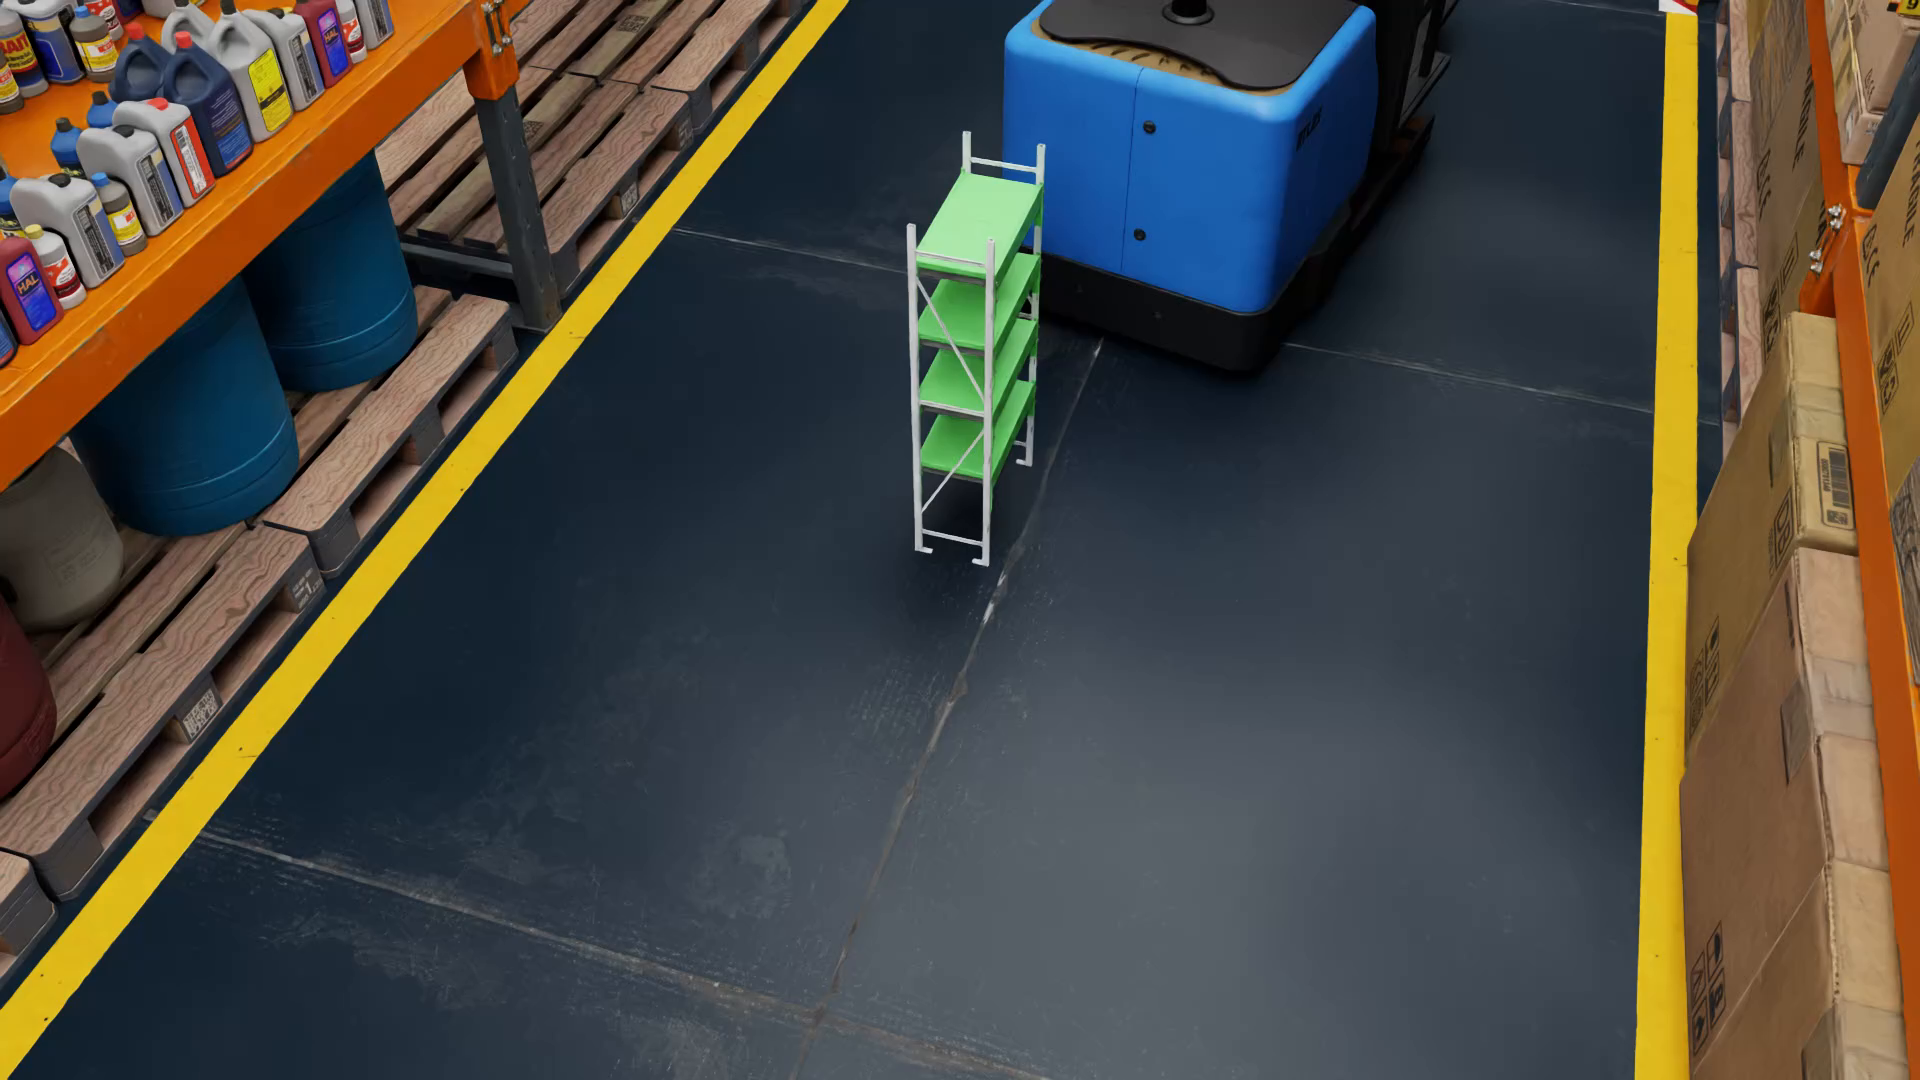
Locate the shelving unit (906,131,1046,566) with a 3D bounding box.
[{"bbox_3d":[0.050,-0.539,4.943,0.258,1.200,0.503,13,46,12],"label":"shelving unit"}]

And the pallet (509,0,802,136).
[{"bbox_3d":[-1.393,-2.274,7.423,1.003,0.211,1.213,13,46,13],"label":"pallet"}]

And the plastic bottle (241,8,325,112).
[{"bbox_3d":[-1.868,-1.338,4.561,0.152,0.276,0.135,13,46,13],"label":"plastic bottle"}]

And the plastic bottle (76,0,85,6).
[{"bbox_3d":[-2.551,-1.522,4.753,0.097,0.271,0.097,0,44,0],"label":"plastic bottle"}]

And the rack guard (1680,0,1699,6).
[{"bbox_3d":[3.993,-2.697,7.648,1.175,0.500,0.348,13,46,13],"label":"rack guard"}]

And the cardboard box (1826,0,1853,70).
[{"bbox_3d":[2.710,-1.433,4.750,0.380,0.149,0.250,12,46,12],"label":"cardboard box"}]

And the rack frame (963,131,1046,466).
[{"bbox_3d":[0.124,-0.702,5.109,0.240,1.200,0.015,13,46,12],"label":"rack frame"}]

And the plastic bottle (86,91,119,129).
[{"bbox_3d":[-2.145,-1.014,4.234,0.097,0.271,0.097,0,44,0],"label":"plastic bottle"}]

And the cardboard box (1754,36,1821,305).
[{"bbox_3d":[3.323,-1.321,5.675,0.875,0.875,0.875,13,46,13],"label":"cardboard box"}]

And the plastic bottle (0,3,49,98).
[{"bbox_3d":[-2.622,-1.368,4.595,0.097,0.271,0.097,0,44,0],"label":"plastic bottle"}]

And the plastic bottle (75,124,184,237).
[{"bbox_3d":[-2.062,-0.912,4.126,0.152,0.276,0.135,13,46,13],"label":"plastic bottle"}]

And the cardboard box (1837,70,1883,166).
[{"bbox_3d":[2.554,-1.091,4.399,0.380,0.149,0.250,13,46,13],"label":"cardboard box"}]

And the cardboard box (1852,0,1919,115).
[{"bbox_3d":[2.658,-1.310,4.339,0.500,0.250,0.500,12,46,12],"label":"cardboard box"}]

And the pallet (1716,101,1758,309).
[{"bbox_3d":[3.447,-1.217,6.343,1.003,0.211,1.213,13,46,12],"label":"pallet"}]

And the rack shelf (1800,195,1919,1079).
[{"bbox_3d":[2.168,0.682,2.922,1.077,0.370,4.000,13,46,13],"label":"rack shelf"}]

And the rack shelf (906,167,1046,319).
[{"bbox_3d":[0.050,-0.837,4.652,0.258,0.148,0.480,13,46,12],"label":"rack shelf"}]

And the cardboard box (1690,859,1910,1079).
[{"bbox_3d":[2.069,1.320,2.976,1.225,0.875,0.875,13,46,13],"label":"cardboard box"}]

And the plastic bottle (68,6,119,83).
[{"bbox_3d":[-2.436,-1.400,4.678,0.097,0.201,0.097,0,44,0],"label":"plastic bottle"}]

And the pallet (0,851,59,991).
[{"bbox_3d":[-2.959,1.172,3.902,1.003,0.211,1.213,13,46,13],"label":"pallet"}]

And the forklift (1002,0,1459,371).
[{"bbox_3d":[1.291,-2.654,5.867,1.130,2.935,3.031,21,48,20],"label":"forklift"}]

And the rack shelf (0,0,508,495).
[{"bbox_3d":[-2.552,-0.367,3.994,1.077,0.370,4.000,13,46,13],"label":"rack shelf"}]

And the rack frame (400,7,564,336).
[{"bbox_3d":[-1.946,-1.957,5.105,1.000,3.000,0.127,13,46,13],"label":"rack frame"}]

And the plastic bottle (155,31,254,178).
[{"bbox_3d":[-1.969,-1.134,4.299,0.144,0.351,0.185,13,46,13],"label":"plastic bottle"}]

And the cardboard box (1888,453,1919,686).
[{"bbox_3d":[2.093,-0.021,3.055,0.500,0.500,0.500,12,46,12],"label":"cardboard box"}]

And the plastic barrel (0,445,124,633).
[{"bbox_3d":[-2.598,-0.029,4.614,0.421,0.512,0.421,0,44,0],"label":"plastic barrel"}]

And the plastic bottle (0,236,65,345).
[{"bbox_3d":[-2.159,-0.596,3.798,0.061,0.283,0.133,13,46,13],"label":"plastic bottle"}]

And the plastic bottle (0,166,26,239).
[{"bbox_3d":[-2.256,-0.770,3.984,0.097,0.271,0.097,0,44,0],"label":"plastic bottle"}]

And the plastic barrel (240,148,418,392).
[{"bbox_3d":[-2.127,-0.998,5.325,0.600,0.901,0.708,13,46,13],"label":"plastic barrel"}]

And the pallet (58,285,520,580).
[{"bbox_3d":[-2.220,-0.455,5.564,1.003,0.211,1.213,13,46,13],"label":"pallet"}]

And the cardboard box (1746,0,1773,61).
[{"bbox_3d":[3.868,-2.521,6.901,0.875,0.875,0.875,13,46,13],"label":"cardboard box"}]

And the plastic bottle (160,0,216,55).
[{"bbox_3d":[-2.050,-1.288,4.457,0.144,0.351,0.185,13,46,13],"label":"plastic bottle"}]

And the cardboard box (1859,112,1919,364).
[{"bbox_3d":[2.397,-0.690,3.739,0.500,0.500,0.500,13,46,13],"label":"cardboard box"}]

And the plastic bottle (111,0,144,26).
[{"bbox_3d":[-2.504,-1.672,4.898,0.061,0.283,0.133,13,46,13],"label":"plastic bottle"}]

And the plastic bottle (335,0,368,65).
[{"bbox_3d":[-1.767,-1.472,4.751,0.097,0.201,0.097,0,44,0],"label":"plastic bottle"}]

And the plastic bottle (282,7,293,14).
[{"bbox_3d":[-1.865,-1.396,4.674,0.097,0.201,0.097,0,44,0],"label":"plastic bottle"}]

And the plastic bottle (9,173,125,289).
[{"bbox_3d":[-2.132,-0.757,3.968,0.152,0.276,0.135,13,46,13],"label":"plastic bottle"}]

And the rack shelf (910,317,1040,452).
[{"bbox_3d":[0.050,-0.494,4.988,0.258,0.148,0.480,13,46,12],"label":"rack shelf"}]

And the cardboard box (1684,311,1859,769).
[{"bbox_3d":[2.599,0.132,4.189,1.225,0.875,0.875,13,46,13],"label":"cardboard box"}]
